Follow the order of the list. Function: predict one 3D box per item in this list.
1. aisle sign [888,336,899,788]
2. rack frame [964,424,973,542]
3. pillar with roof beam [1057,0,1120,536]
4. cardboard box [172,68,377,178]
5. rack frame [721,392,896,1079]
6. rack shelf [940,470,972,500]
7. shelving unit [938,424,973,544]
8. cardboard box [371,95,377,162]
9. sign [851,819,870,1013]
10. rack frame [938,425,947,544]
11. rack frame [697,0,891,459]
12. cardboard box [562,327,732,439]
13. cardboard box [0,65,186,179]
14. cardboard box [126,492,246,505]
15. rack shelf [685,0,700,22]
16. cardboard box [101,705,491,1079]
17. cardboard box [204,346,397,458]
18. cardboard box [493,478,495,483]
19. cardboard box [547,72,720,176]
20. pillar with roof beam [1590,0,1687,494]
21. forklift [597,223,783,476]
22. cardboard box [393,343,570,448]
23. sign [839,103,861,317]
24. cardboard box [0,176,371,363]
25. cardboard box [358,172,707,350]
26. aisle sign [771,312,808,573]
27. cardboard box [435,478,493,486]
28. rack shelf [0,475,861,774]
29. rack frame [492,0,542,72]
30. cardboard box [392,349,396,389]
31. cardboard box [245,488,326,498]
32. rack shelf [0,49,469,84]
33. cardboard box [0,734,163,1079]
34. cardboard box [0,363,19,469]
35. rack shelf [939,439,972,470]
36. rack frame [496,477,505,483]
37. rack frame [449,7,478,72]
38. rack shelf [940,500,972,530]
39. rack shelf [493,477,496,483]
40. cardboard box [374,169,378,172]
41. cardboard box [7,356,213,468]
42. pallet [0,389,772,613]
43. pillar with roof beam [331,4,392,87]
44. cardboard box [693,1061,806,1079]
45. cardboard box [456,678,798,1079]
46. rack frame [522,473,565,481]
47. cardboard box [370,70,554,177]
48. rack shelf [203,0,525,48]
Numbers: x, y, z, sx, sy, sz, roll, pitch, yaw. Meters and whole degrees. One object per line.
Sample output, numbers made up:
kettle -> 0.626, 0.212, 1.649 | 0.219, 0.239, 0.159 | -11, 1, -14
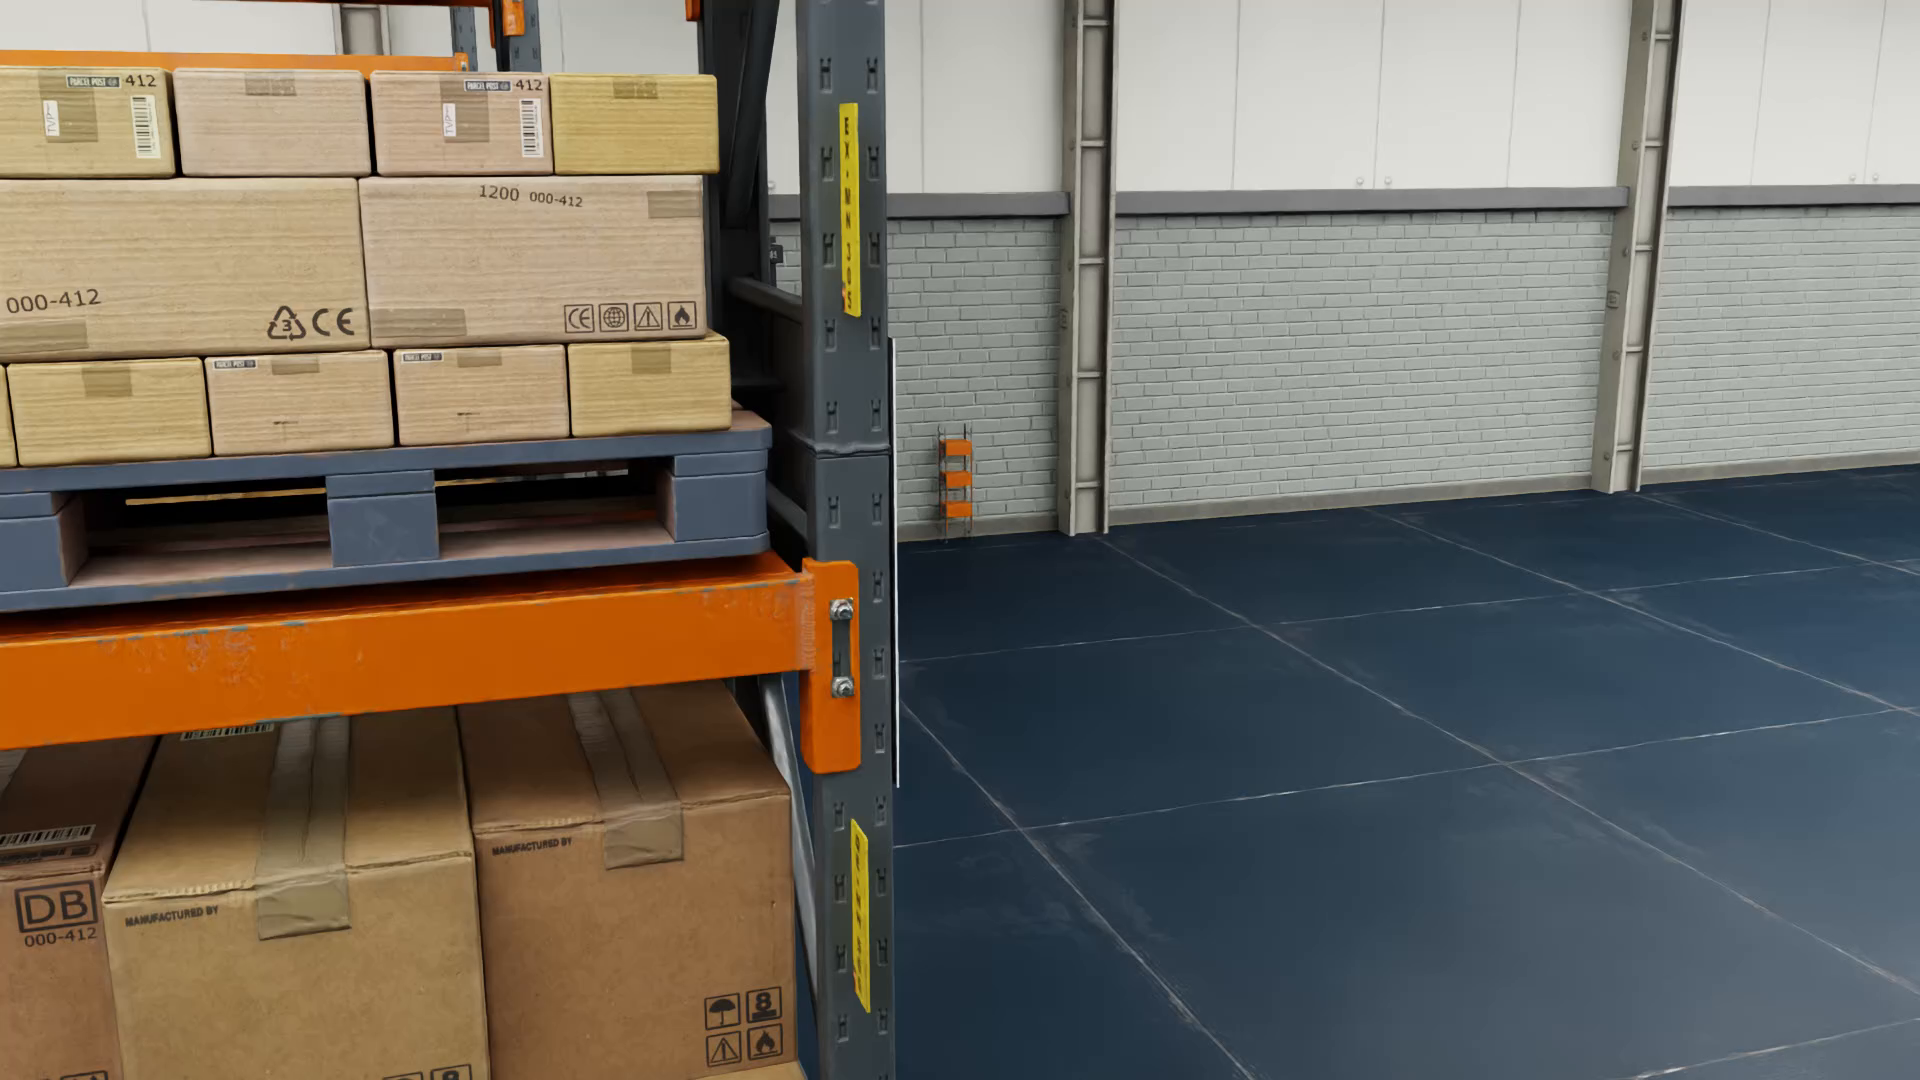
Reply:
aisle sign -> -0.171, 0.008, 3.008 | 0.004, 0.787, 0.394 | -4, 14, -18
rack frame -> 0.076, -0.519, 15.033 | 0.008, 1.050, 0.200 | -4, 12, -19
pillar with roof beam -> 2.517, -3.518, 10.485 | 0.400, 9.000, 9.100 | -4, 14, -18
cardboard box -> -1.025, -0.629, 2.520 | 0.250, 0.149, 0.380 | -4, 14, -17
rack frame -> -0.334, 1.212, 3.564 | 0.127, 3.000, 1.000 | -4, 14, -18
rack shelf -> -0.040, -0.499, 14.996 | 0.240, 0.259, 0.215 | -4, 12, -19
shelving unit -> -0.040, -0.510, 14.994 | 0.252, 1.050, 0.215 | -4, 12, -19
cardboard box -> -1.232, -0.773, 3.126 | 0.250, 0.149, 0.380 | -5, 14, -19
sign -> -0.174, 0.654, 2.898 | 0.005, 0.325, 0.100 | -4, 14, -18
rack frame -> -0.155, -0.501, 14.955 | 0.008, 1.050, 0.200 | -4, 12, -19
rack frame -> -0.334, -1.706, 2.869 | 0.127, 3.000, 1.000 | -4, 14, -18
cardboard box -> -0.541, -0.279, 2.770 | 0.250, 0.149, 0.380 | -4, 14, -18
cardboard box -> -1.270, -0.610, 2.438 | 0.250, 0.149, 0.380 | -4, 14, -17
cardboard box -> -3.356, -0.364, 7.172 | 0.500, 0.500, 0.700 | -5, 14, -19
rack shelf -> -2.230, -1.014, 2.378 | 4.000, 0.370, 1.077 | -4, 14, -18
cardboard box -> -1.190, 0.694, 3.086 | 0.550, 0.550, 0.875 | -4, 14, -18
cardboard box -> -1.023, -0.241, 2.612 | 0.250, 0.149, 0.380 | -4, 14, -17
cardboard box -> -2.546, -0.085, 8.159 | 0.500, 0.500, 0.500 | -5, 14, -19
cardboard box -> -0.545, -0.666, 2.676 | 0.250, 0.149, 0.380 | -4, 14, -18
pillar with roof beam -> 8.204, -3.960, 12.347 | 0.400, 9.000, 9.100 | -4, 14, -18
forklift -> -2.101, -0.794, 12.147 | 1.130, 2.935, 3.031 | 10, 17, 36
cardboard box -> -0.780, -0.260, 2.692 | 0.250, 0.149, 0.380 | -4, 14, -18
sign -> -0.174, -0.519, 2.618 | 0.005, 0.325, 0.100 | -4, 14, -18
cardboard box -> -1.183, -0.437, 2.575 | 0.500, 0.250, 0.500 | -4, 14, -18
cardboard box -> -0.709, -0.474, 2.730 | 0.500, 0.250, 0.500 | -4, 14, -17
aisle sign -> -0.363, -0.123, 3.561 | 0.004, 0.787, 0.394 | -4, 14, -18
cardboard box -> -2.423, -0.460, 7.575 | 0.500, 0.500, 0.700 | -5, 14, -19
rack shelf -> -2.230, 0.251, 2.679 | 4.000, 0.370, 1.077 | -4, 14, -18
rack frame -> -2.009, -2.784, 7.402 | 0.127, 3.000, 1.000 | -4, 14, -18
cardboard box -> -1.003, -0.404, 3.295 | 0.250, 0.149, 0.380 | -4, 14, -18
cardboard box -> -2.905, -0.424, 7.425 | 0.500, 0.500, 0.700 | -4, 14, -18
rack shelf -> -5.491, -3.181, 11.487 | 4.000, 0.370, 1.077 | -4, 14, -18
cardboard box -> -1.764, 0.705, 3.038 | 0.550, 0.550, 0.875 | -4, 14, -18
cardboard box -> -1.506, -0.204, 2.454 | 0.250, 0.149, 0.380 | -5, 14, -19
rack shelf -> -0.041, -0.777, 14.939 | 0.240, 0.259, 0.215 | -4, 12, -19
rack frame -> -3.595, -0.954, 12.672 | 0.127, 3.000, 1.000 | -4, 14, -18
rack frame -> -3.595, -3.873, 11.978 | 0.127, 3.000, 1.000 | -4, 14, -18
rack shelf -> -0.038, -0.227, 15.052 | 0.240, 0.259, 0.215 | -4, 12, -19
rack shelf -> -5.491, -0.457, 12.135 | 4.000, 0.370, 1.077 | -4, 14, -18
cardboard box -> -0.873, -0.592, 3.226 | 0.500, 0.250, 0.500 | -4, 14, -18
cardboard box -> -1.263, -0.223, 2.534 | 0.250, 0.149, 0.380 | -4, 14, -18
pallet -> -1.034, -0.147, 2.987 | 1.213, 0.211, 1.003 | -4, 14, -18
pillar with roof beam -> -3.170, -3.075, 8.623 | 0.400, 9.000, 9.100 | -4, 14, -18
cardboard box -> -0.671, 1.177, 3.389 | 0.550, 0.550, 0.875 | -4, 14, -18
cardboard box -> -0.698, 0.633, 3.342 | 0.550, 0.550, 0.875 | -4, 14, -18
rack frame -> -2.009, 0.134, 8.096 | 0.127, 3.000, 1.000 | -4, 14, -18
cardboard box -> -0.782, -0.648, 2.599 | 0.250, 0.149, 0.380 | -4, 14, -18
rack shelf -> -3.904, -2.285, 6.865 | 4.000, 0.370, 1.077 | -4, 14, -18
